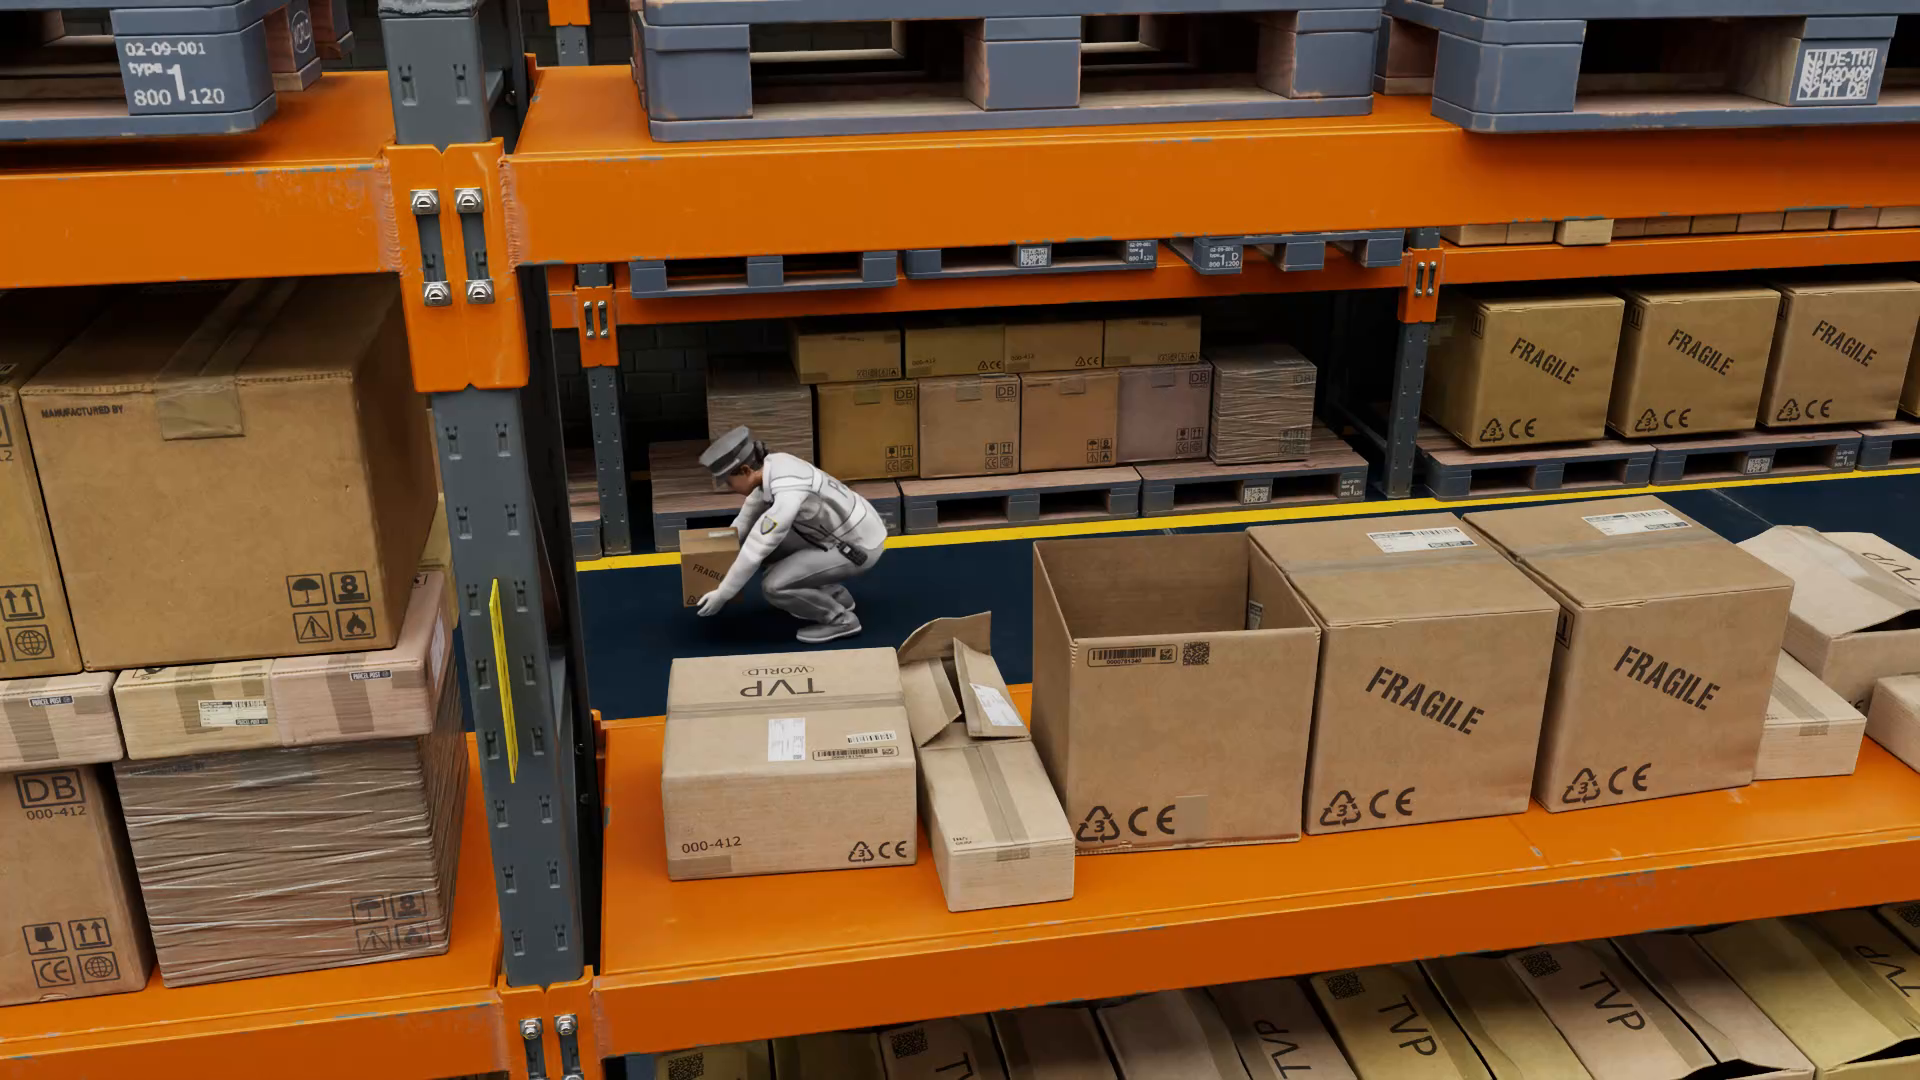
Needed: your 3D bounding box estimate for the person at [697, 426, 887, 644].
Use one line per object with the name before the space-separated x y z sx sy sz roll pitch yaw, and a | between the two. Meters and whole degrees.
person | -0.729 -0.047 7.106 0.830 0.961 0.494 -4 24 -10
